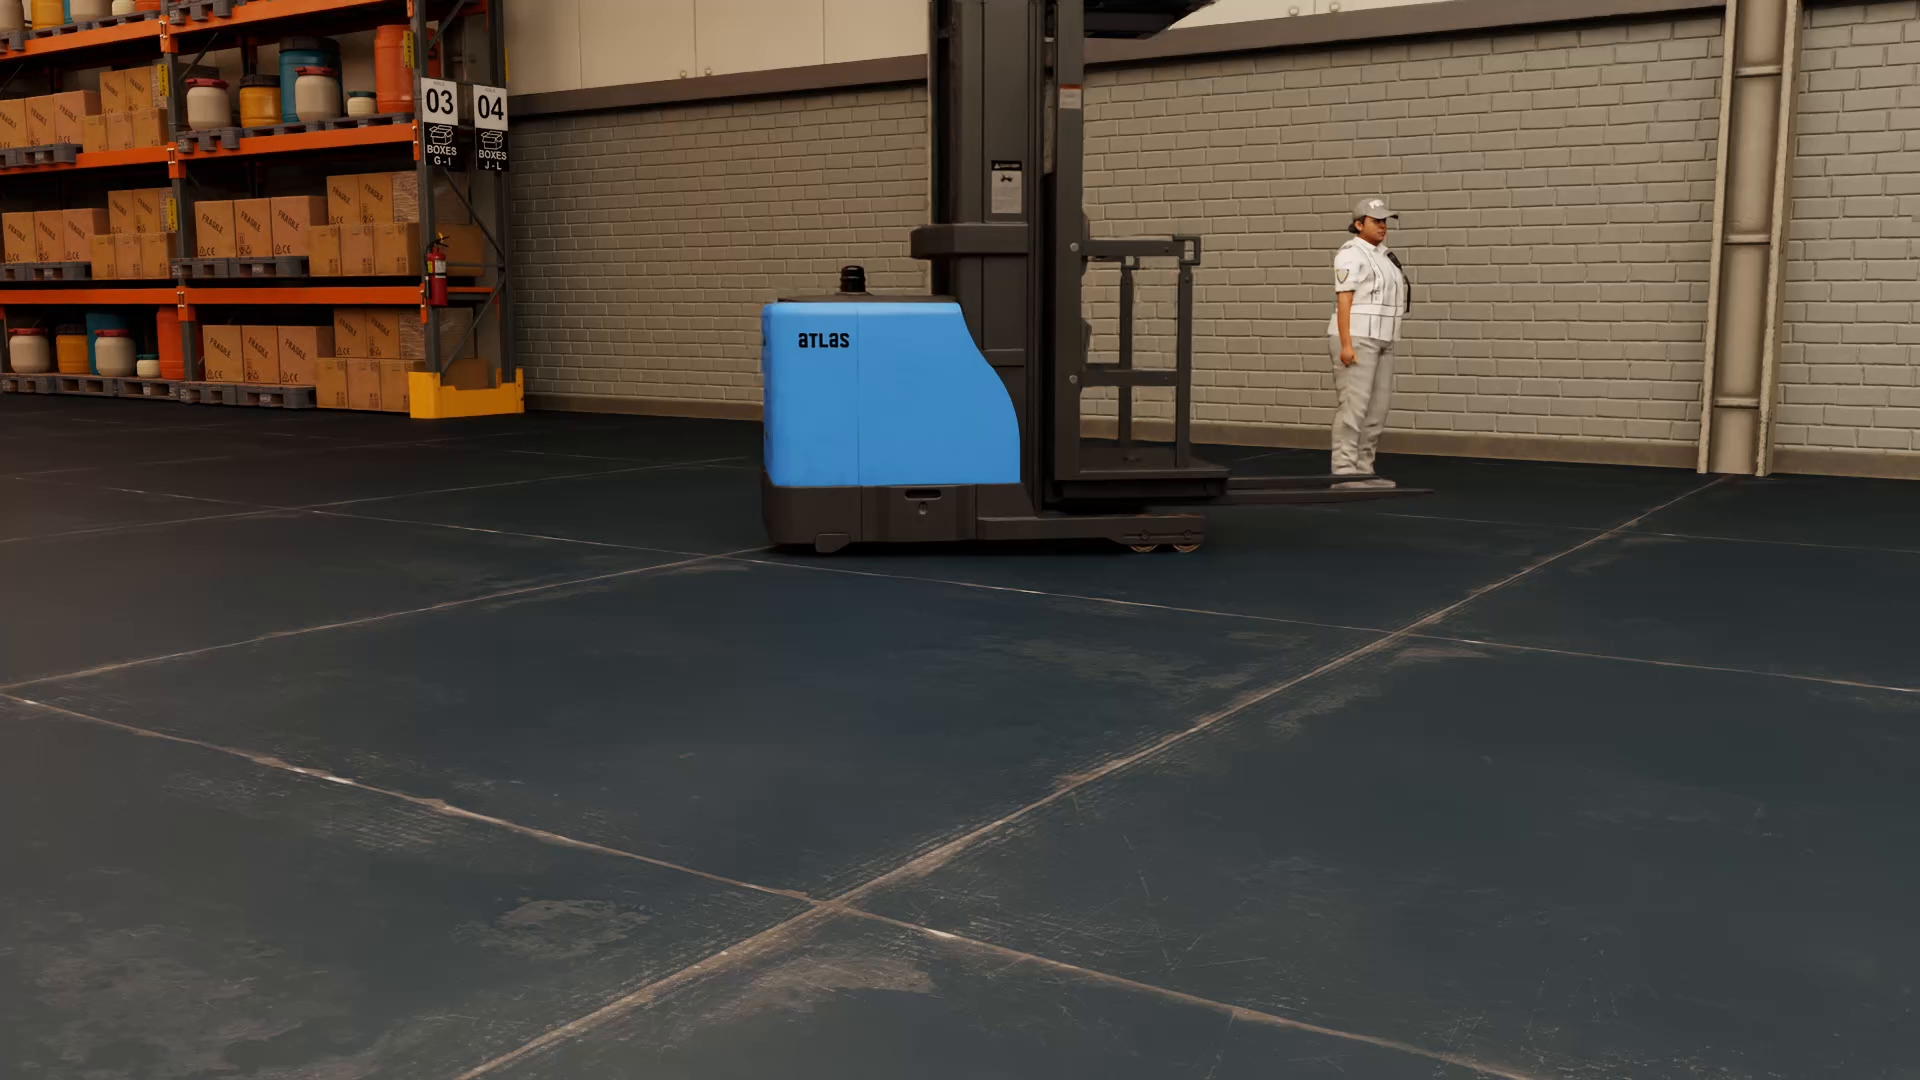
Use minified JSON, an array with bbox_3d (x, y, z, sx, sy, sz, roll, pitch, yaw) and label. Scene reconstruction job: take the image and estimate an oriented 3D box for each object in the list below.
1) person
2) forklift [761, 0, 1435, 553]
[{"bbox_3d":[2.322,-1.111,9.522,0.389,1.668,0.492,6,10,38],"label":"person"},{"bbox_3d":[0.625,-1.468,7.515,3.031,2.935,1.130,-1,8,-9],"label":"forklift"}]
